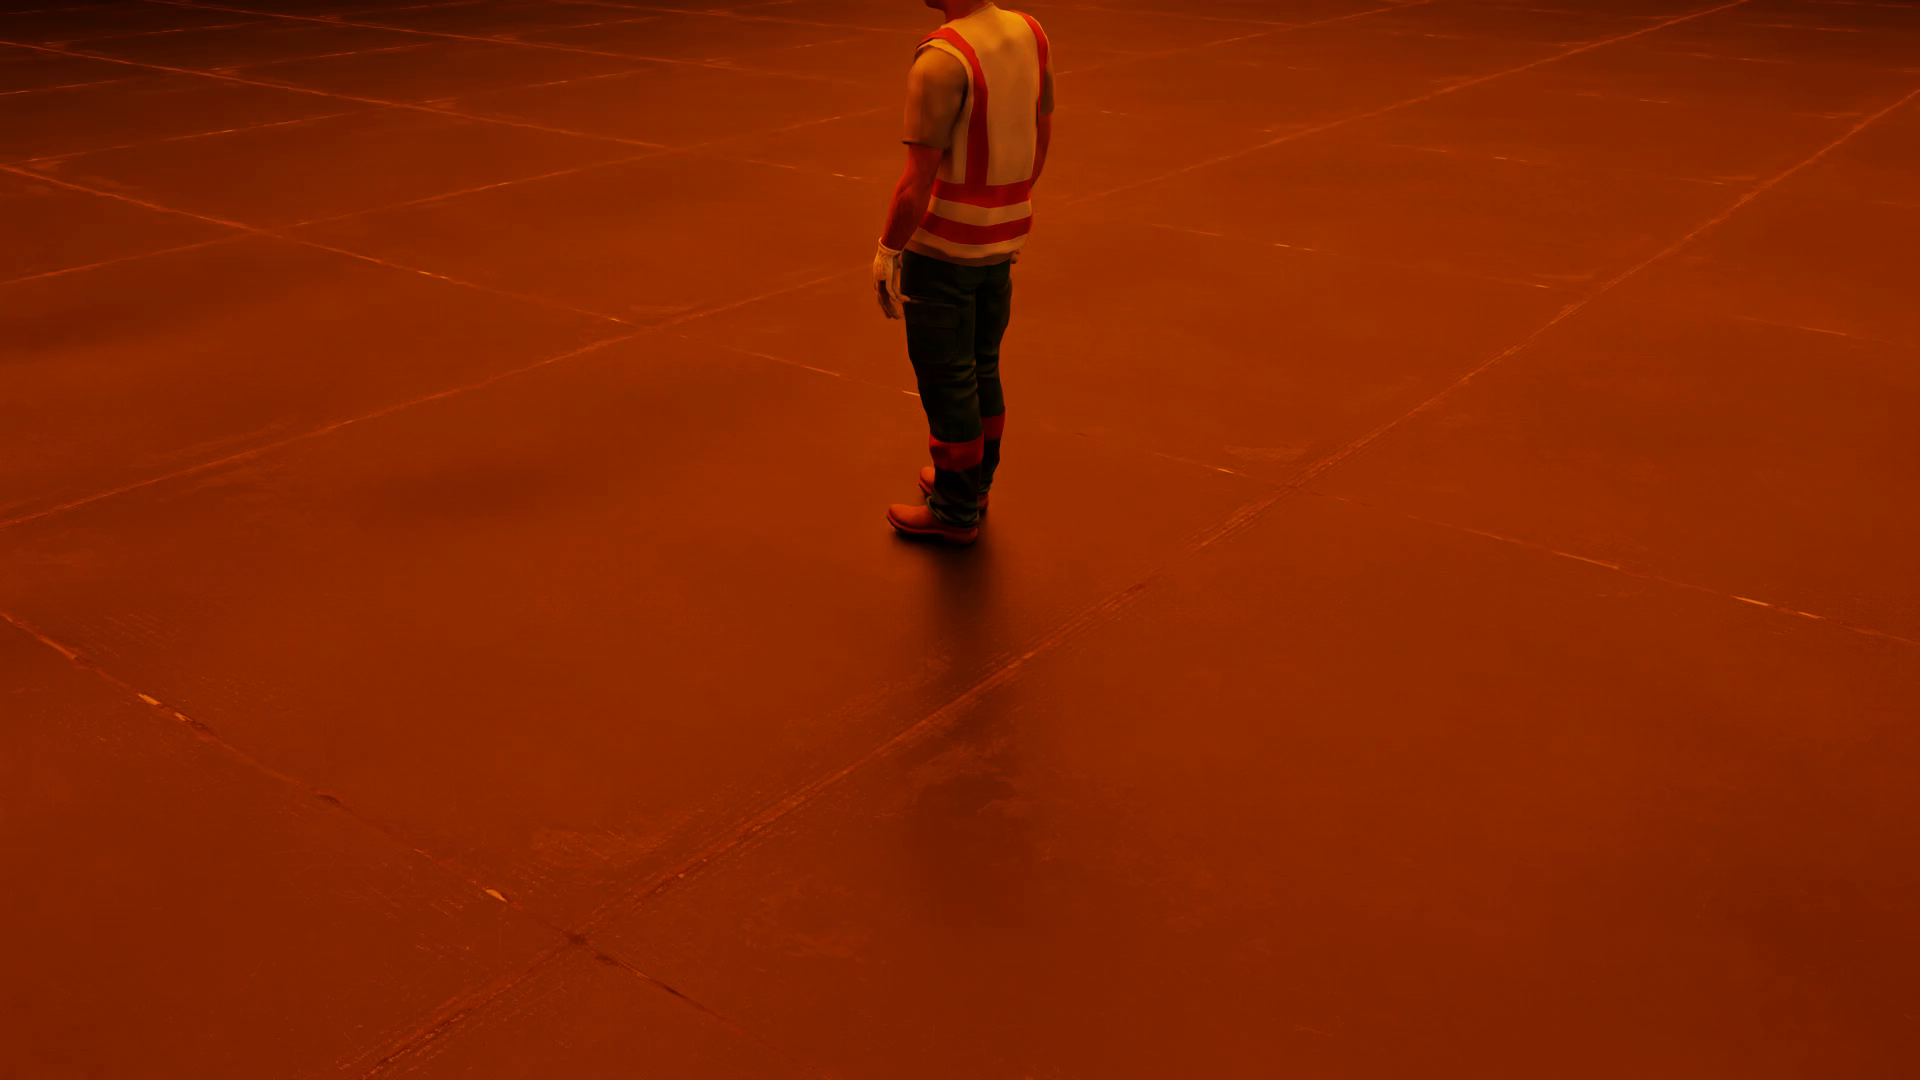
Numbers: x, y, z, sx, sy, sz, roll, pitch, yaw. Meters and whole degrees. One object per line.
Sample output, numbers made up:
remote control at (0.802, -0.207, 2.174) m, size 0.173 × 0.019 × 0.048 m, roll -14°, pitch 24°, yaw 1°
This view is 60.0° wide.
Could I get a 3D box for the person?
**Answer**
person at (-0.058, -0.850, 4.708) m, size 0.562 × 1.789 × 0.638 m, roll 17°, pitch 29°, yaw 34°
